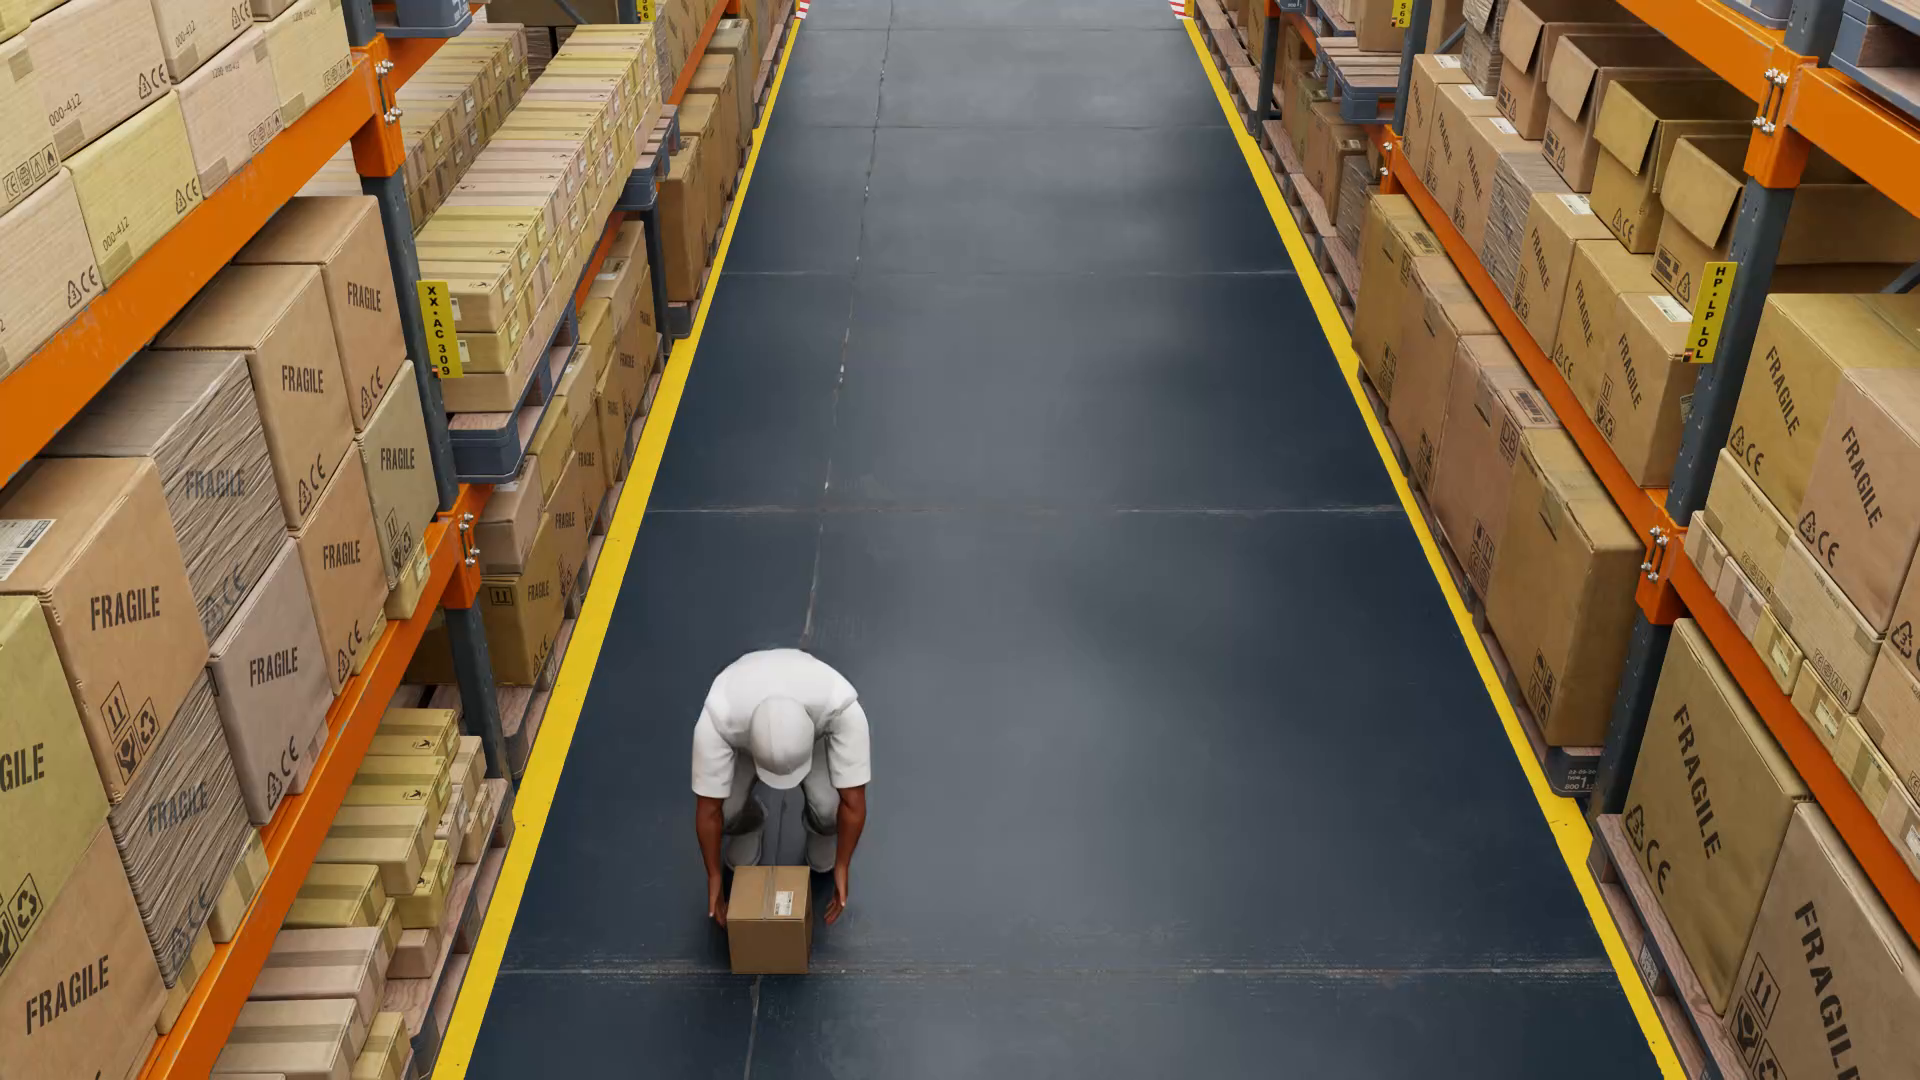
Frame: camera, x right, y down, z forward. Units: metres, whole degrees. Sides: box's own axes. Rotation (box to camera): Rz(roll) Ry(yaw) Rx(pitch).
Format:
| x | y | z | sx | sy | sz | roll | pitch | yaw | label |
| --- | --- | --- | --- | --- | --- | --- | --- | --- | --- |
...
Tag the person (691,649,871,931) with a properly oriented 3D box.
| x | y | z | sx | sy | sz | roll | pitch | yaw | label |
| --- | --- | --- | --- | --- | --- | --- | --- | --- | --- |
| -0.587 | 0.752 | 5.625 | 0.584 | 0.994 | 0.894 | 0 | 31 | 0 | person |
